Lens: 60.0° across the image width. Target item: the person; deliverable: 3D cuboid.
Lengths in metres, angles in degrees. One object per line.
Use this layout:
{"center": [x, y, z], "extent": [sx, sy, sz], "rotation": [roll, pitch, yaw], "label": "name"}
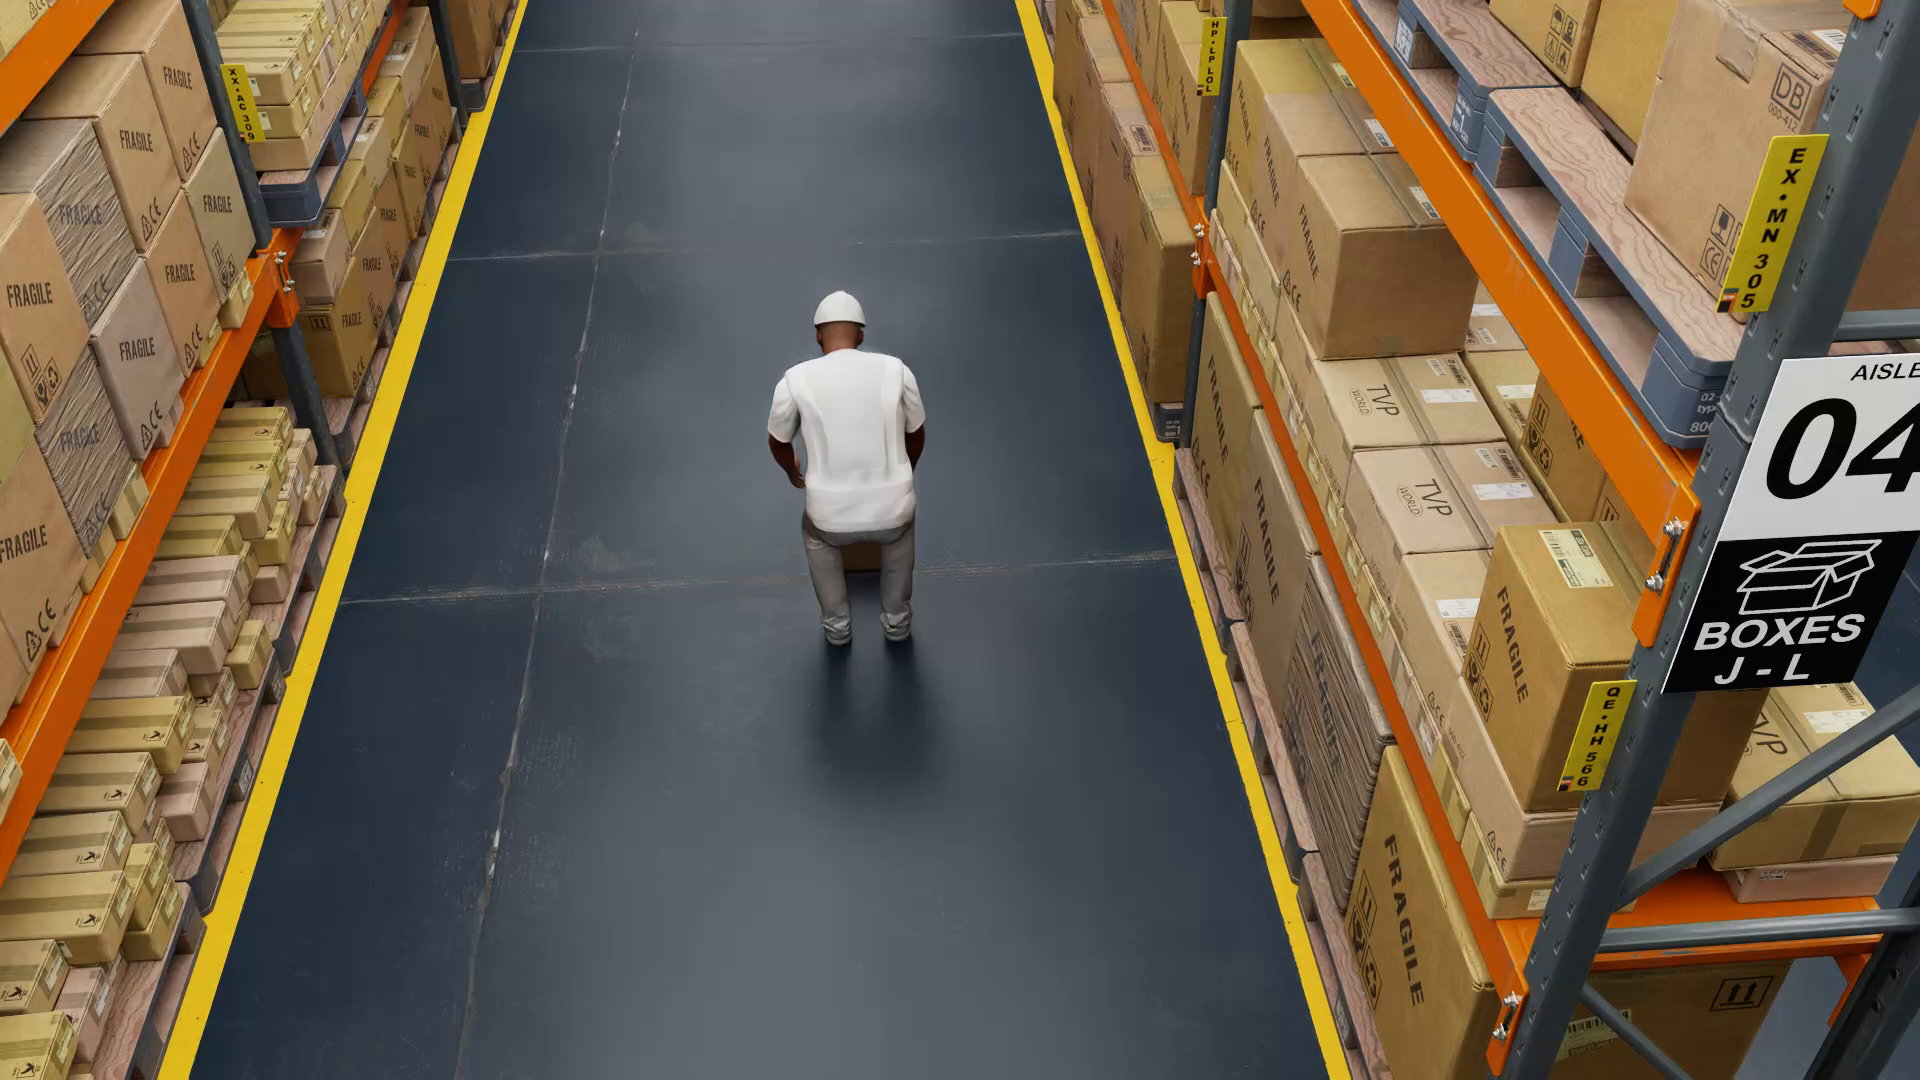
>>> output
{"center": [-0.445, -0.239, 6.698], "extent": [0.631, 1.432, 0.747], "rotation": [-3, 39, -4], "label": "person"}
